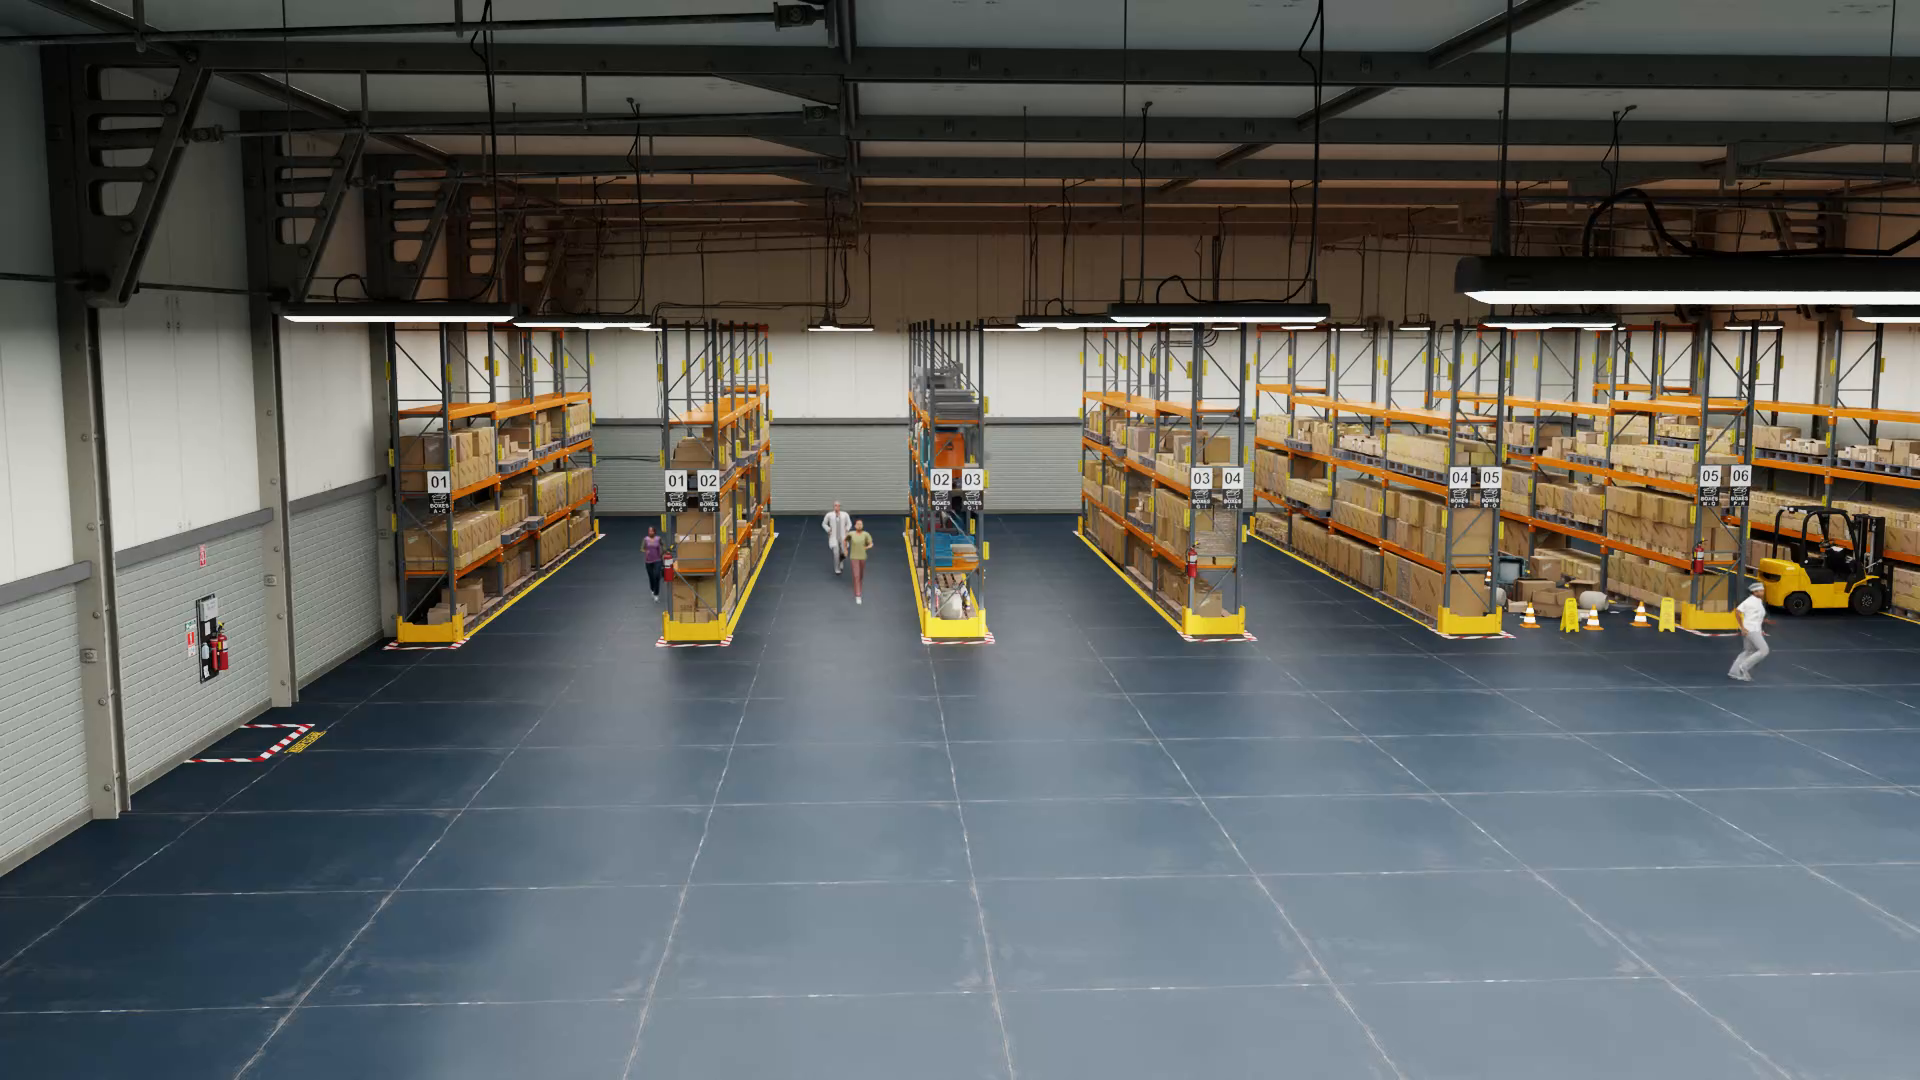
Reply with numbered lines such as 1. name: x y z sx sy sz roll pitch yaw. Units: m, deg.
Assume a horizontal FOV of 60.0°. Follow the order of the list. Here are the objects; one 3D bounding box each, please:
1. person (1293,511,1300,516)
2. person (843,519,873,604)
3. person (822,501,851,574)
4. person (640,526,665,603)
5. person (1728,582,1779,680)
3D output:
1. person: 9.895 -1.123 49.167 0.661 1.627 0.774 -5 9 -34
2. person: -2.051 0.404 33.823 0.578 1.696 0.830 -2 7 -16
3. person: -2.948 -0.068 39.949 0.707 1.724 0.668 -2 7 -13
4. person: -6.621 0.505 35.851 0.522 1.645 0.751 -1 7 -6
5. person: 13.112 1.503 27.458 0.726 1.651 0.542 5 9 36
